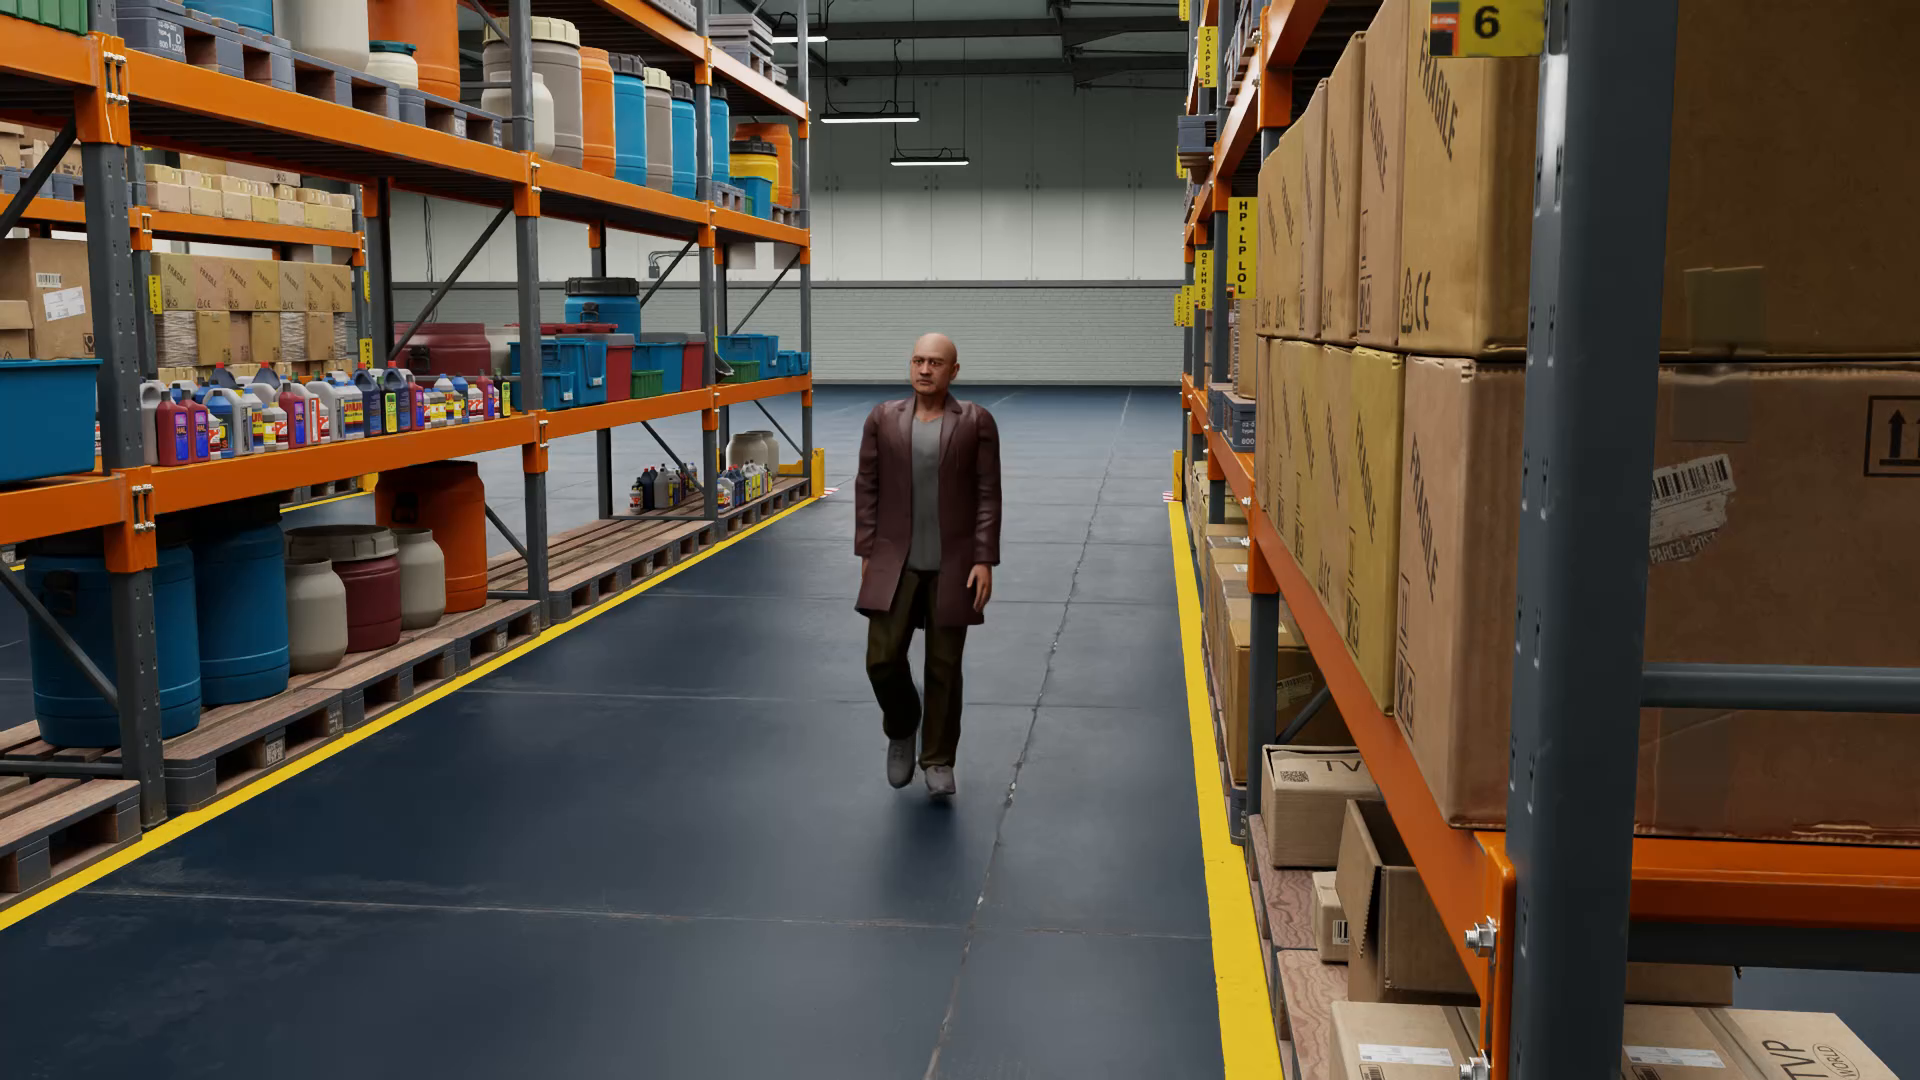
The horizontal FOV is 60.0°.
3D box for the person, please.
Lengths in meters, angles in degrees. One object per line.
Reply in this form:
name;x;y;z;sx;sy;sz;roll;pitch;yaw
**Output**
person;-0.128;0.100;6.414;0.583;1.789;0.532;1;7;4
